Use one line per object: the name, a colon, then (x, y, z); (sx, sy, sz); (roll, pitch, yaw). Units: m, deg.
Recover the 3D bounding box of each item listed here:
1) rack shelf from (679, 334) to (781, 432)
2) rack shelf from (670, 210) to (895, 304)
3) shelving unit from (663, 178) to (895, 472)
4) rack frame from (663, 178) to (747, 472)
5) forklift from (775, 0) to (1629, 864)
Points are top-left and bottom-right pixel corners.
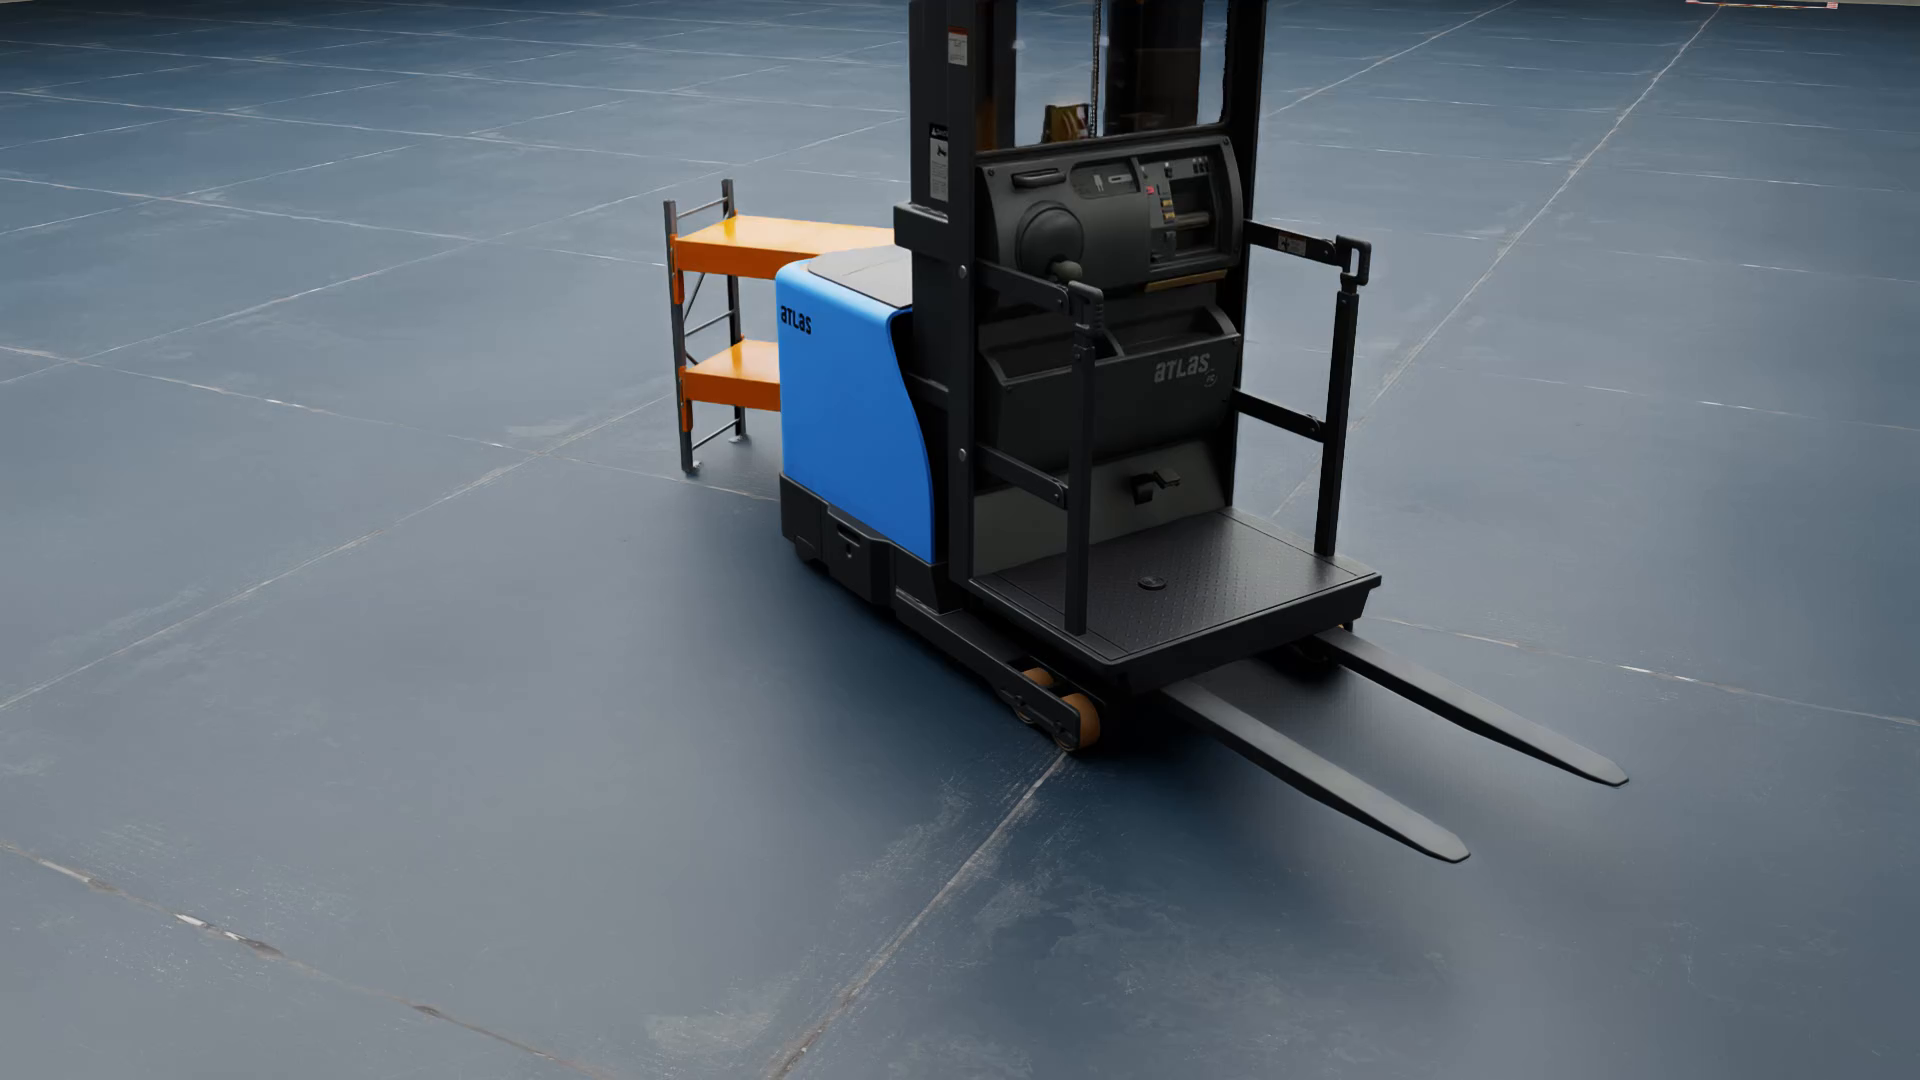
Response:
rack shelf: (-0.580, -0.594, 6.834); (1.000, 0.278, 0.538); (9, 25, 20)
rack shelf: (-0.580, -1.088, 6.624); (1.000, 0.278, 0.538); (9, 25, 20)
shelving unit: (-0.580, -0.819, 6.739); (1.048, 1.125, 0.538); (9, 25, 20)
rack frame: (-1.051, -0.894, 6.915); (0.032, 1.125, 0.500); (9, 25, 20)
forklift: (0.586, -0.951, 4.740); (1.130, 2.935, 3.031); (-15, 27, -31)
